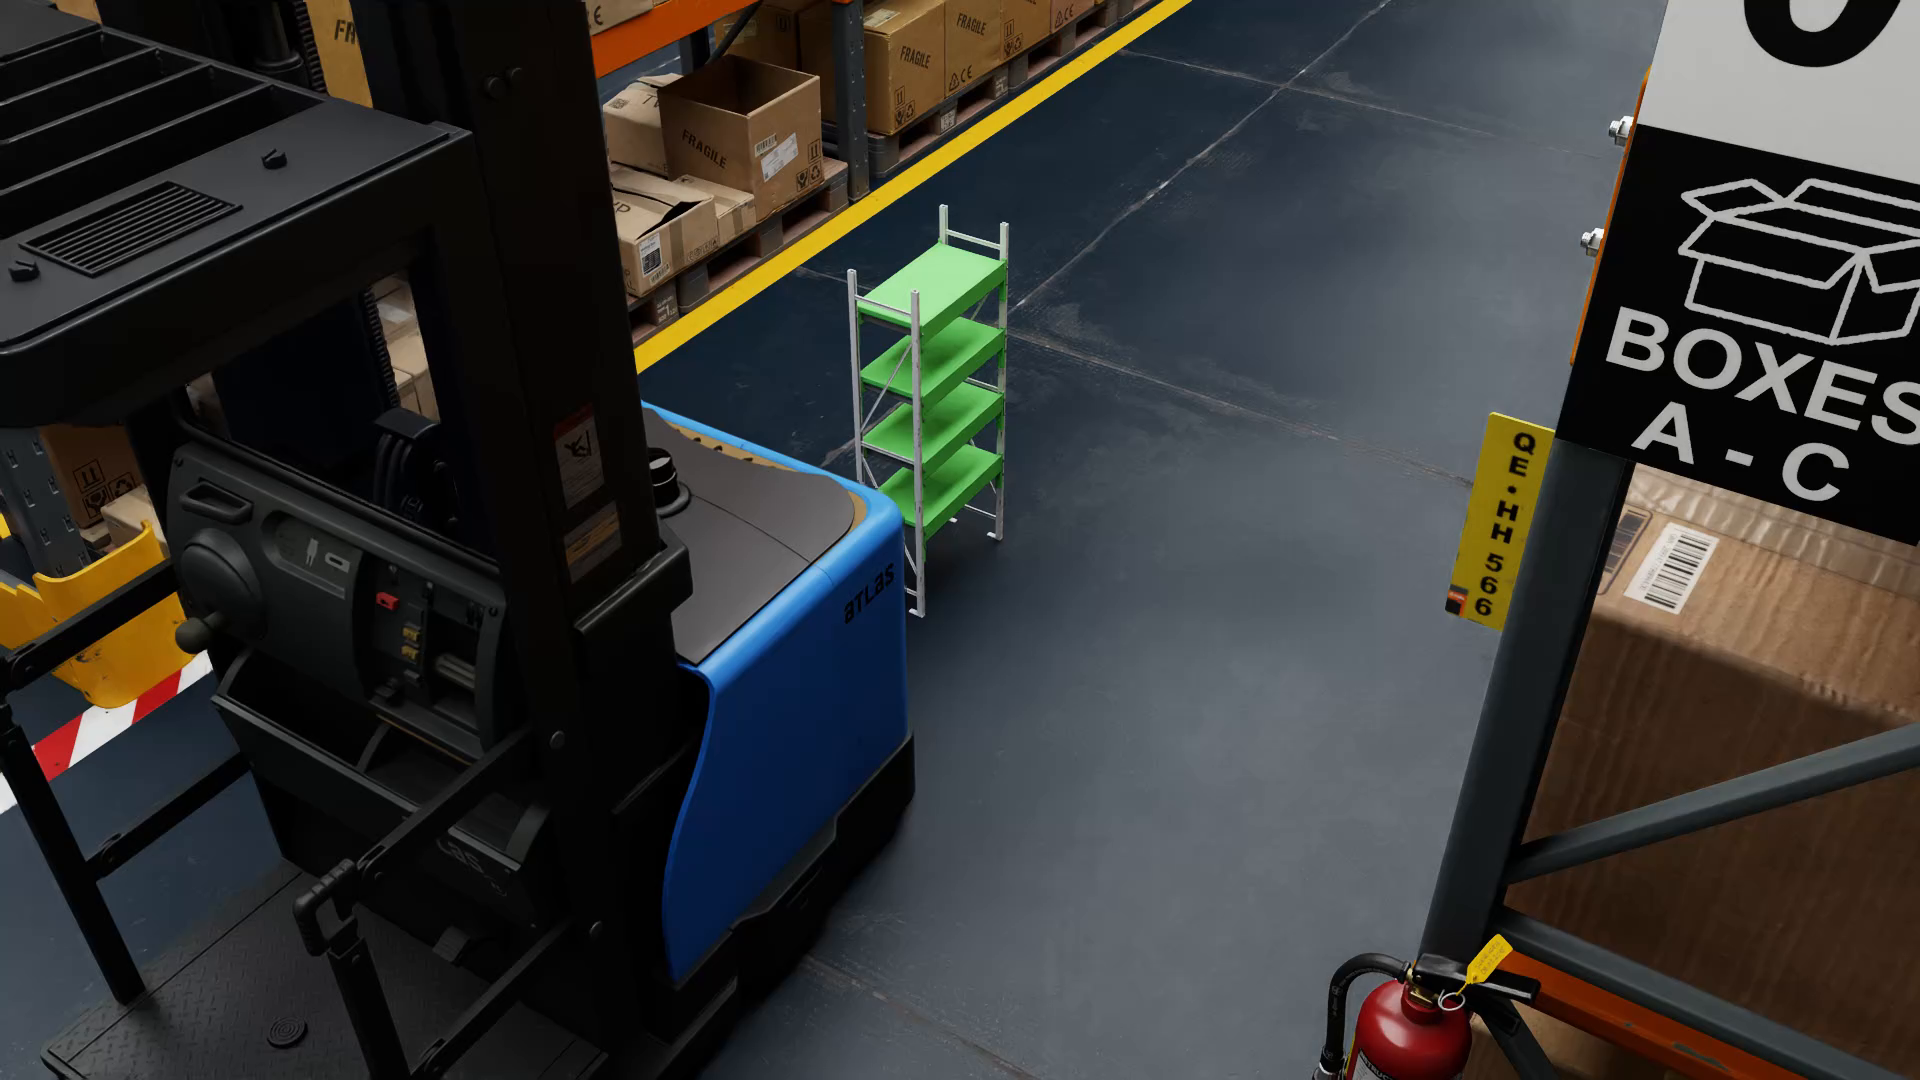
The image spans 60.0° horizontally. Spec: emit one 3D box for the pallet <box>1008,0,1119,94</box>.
[{"bbox_3d":[0.176,-2.918,9.362,1.003,0.211,1.213,21,42,25],"label":"pallet"}]

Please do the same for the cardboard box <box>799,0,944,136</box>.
[{"bbox_3d":[-0.416,-2.313,7.981,0.500,0.500,0.500,19,42,23],"label":"cardboard box"}]

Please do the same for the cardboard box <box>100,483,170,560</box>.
[{"bbox_3d":[-2.509,-0.046,5.327,0.380,0.149,0.250,21,42,25],"label":"cardboard box"}]

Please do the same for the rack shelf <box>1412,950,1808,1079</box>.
[{"bbox_3d":[2.233,-0.025,3.915,1.077,0.370,4.000,21,42,25],"label":"rack shelf"}]

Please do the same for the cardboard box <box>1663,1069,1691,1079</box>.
[{"bbox_3d":[1.554,1.024,3.137,0.380,0.149,0.250,21,43,25],"label":"cardboard box"}]

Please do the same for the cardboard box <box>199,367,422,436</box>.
[{"bbox_3d":[-2.225,-0.428,5.740,0.500,0.250,0.500,21,42,25],"label":"cardboard box"}]

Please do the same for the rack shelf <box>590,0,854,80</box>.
[{"bbox_3d":[-1.952,-1.643,6.014,1.077,0.370,4.000,21,42,25],"label":"rack shelf"}]

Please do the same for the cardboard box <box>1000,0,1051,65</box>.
[{"bbox_3d":[0.135,-2.847,8.673,0.500,0.500,0.500,22,43,26],"label":"cardboard box"}]

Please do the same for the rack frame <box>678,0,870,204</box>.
[{"bbox_3d":[-0.881,-2.959,7.132,1.000,3.000,0.127,21,42,25],"label":"rack frame"}]

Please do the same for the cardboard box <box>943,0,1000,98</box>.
[{"bbox_3d":[-0.139,-2.592,8.342,0.500,0.500,0.500,22,43,26],"label":"cardboard box"}]

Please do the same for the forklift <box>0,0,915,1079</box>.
[{"bbox_3d":[-1.341,0.191,3.102,1.130,2.935,3.031,21,42,25],"label":"forklift"}]

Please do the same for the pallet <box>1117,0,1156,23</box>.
[{"bbox_3d":[0.831,-3.544,10.175,1.003,0.211,1.213,21,42,25],"label":"pallet"}]

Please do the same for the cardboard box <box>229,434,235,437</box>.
[{"bbox_3d":[-2.375,-0.182,5.489,0.380,0.166,0.250,21,42,25],"label":"cardboard box"}]

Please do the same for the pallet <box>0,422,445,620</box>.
[{"bbox_3d":[-2.557,-0.243,5.893,1.003,0.211,1.213,21,42,25],"label":"pallet"}]

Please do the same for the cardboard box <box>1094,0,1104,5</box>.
[{"bbox_3d":[0.682,-3.380,9.365,0.500,0.500,0.500,20,42,24],"label":"cardboard box"}]

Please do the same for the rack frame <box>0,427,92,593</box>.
[{"bbox_3d":[-3.024,-0.897,4.457,1.000,3.000,0.127,21,42,25],"label":"rack frame"}]

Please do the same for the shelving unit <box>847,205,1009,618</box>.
[{"bbox_3d":[-0.089,-0.390,5.273,0.258,1.200,0.503,21,42,25],"label":"shelving unit"}]

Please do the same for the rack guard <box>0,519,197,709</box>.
[{"bbox_3d":[-2.983,0.054,5.271,1.175,0.500,0.348,21,42,25],"label":"rack guard"}]

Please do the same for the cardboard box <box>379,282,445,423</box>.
[{"bbox_3d":[-1.957,-0.686,6.074,0.500,0.250,0.500,21,42,25],"label":"cardboard box"}]

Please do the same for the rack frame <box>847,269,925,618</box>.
[{"bbox_3d":[-0.219,-0.264,5.110,0.240,1.200,0.015,21,42,25],"label":"rack frame"}]

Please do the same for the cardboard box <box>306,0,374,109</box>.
[{"bbox_3d":[-2.020,-1.605,5.293,0.500,0.500,0.500,21,42,25],"label":"cardboard box"}]

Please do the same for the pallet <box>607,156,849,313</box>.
[{"bbox_3d":[-1.249,-1.501,7.525,1.003,0.211,1.213,21,42,25],"label":"pallet"}]

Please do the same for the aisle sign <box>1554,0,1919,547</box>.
[{"bbox_3d":[0.869,-0.369,1.643,0.394,0.787,0.004,21,42,25],"label":"aisle sign"}]

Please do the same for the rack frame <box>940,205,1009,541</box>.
[{"bbox_3d":[0.042,-0.516,5.436,0.240,1.200,0.015,21,42,25],"label":"rack frame"}]

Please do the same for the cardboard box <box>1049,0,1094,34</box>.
[{"bbox_3d":[0.406,-3.107,9.011,0.500,0.500,0.500,20,42,23],"label":"cardboard box"}]

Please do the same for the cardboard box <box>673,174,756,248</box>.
[{"bbox_3d":[-1.097,-1.405,7.090,0.380,0.149,0.250,21,42,25],"label":"cardboard box"}]

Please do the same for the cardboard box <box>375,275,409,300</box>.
[{"bbox_3d":[-2.406,-0.823,6.253,0.500,0.250,0.500,21,42,25],"label":"cardboard box"}]

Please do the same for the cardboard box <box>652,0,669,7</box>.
[{"bbox_3d":[-1.207,-2.391,6.313,0.500,0.500,0.500,22,43,26],"label":"cardboard box"}]

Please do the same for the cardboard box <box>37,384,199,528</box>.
[{"bbox_3d":[-2.940,-0.442,5.554,0.500,0.500,0.500,21,42,25],"label":"cardboard box"}]

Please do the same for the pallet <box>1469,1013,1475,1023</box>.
[{"bbox_3d":[1.523,1.388,3.777,1.003,0.211,1.213,21,42,25],"label":"pallet"}]

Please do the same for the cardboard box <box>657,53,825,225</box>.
[{"bbox_3d":[-0.946,-1.757,7.259,0.500,0.500,0.500,21,42,25],"label":"cardboard box"}]

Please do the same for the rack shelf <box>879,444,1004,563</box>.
[{"bbox_3d":[-0.089,-0.149,5.459,0.258,0.148,0.480,21,42,25],"label":"rack shelf"}]

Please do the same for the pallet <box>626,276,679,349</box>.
[{"bbox_3d":[-1.902,-0.870,6.705,1.003,0.211,1.213,21,42,25],"label":"pallet"}]

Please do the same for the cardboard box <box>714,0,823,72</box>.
[{"bbox_3d":[-0.858,-2.492,8.212,0.500,0.500,0.500,21,42,25],"label":"cardboard box"}]

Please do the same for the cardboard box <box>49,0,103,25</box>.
[{"bbox_3d":[-2.563,-1.475,4.306,0.500,0.500,0.500,23,43,26],"label":"cardboard box"}]

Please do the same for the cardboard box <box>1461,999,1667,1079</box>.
[{"bbox_3d":[1.452,1.151,3.503,0.700,0.500,0.500,21,42,25],"label":"cardboard box"}]

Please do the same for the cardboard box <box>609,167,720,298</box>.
[{"bbox_3d":[-1.348,-1.296,6.816,0.500,0.311,0.500,21,42,25],"label":"cardboard box"}]

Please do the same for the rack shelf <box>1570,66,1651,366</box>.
[{"bbox_3d":[2.233,-1.213,2.999,1.077,0.370,4.000,21,42,25],"label":"rack shelf"}]

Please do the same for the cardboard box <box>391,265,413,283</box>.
[{"bbox_3d":[-1.883,-1.175,6.501,0.797,0.503,0.637,21,42,25],"label":"cardboard box"}]

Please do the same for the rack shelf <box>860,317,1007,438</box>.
[{"bbox_3d":[-0.089,-0.529,5.165,0.258,0.148,0.480,21,42,25],"label":"rack shelf"}]

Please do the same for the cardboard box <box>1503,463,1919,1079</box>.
[{"bbox_3d":[1.426,0.336,2.611,0.980,0.700,0.700,23,43,27],"label":"cardboard box"}]

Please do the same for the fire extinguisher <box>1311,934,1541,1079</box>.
[{"bbox_3d":[0.691,0.826,2.590,0.296,0.674,0.183,21,42,25],"label":"fire extinguisher"}]

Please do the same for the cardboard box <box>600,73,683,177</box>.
[{"bbox_3d":[-1.288,-1.923,7.630,0.500,0.311,0.500,21,42,25],"label":"cardboard box"}]

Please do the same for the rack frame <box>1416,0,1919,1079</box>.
[{"bbox_3d":[1.158,0.720,2.359,0.949,2.616,0.053,21,42,25],"label":"rack frame"}]

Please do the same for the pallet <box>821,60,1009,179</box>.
[{"bbox_3d":[-0.477,-2.287,8.543,1.003,0.211,1.213,21,42,25],"label":"pallet"}]

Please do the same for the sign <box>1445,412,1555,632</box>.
[{"bbox_3d":[0.710,-0.016,2.171,0.100,0.325,0.005,21,42,25],"label":"sign"}]

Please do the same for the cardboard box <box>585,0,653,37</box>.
[{"bbox_3d":[-1.480,-2.125,5.968,0.500,0.500,0.500,22,43,26],"label":"cardboard box"}]

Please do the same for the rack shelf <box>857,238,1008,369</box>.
[{"bbox_3d":[-0.089,-0.719,5.019,0.258,0.148,0.480,21,42,25],"label":"rack shelf"}]

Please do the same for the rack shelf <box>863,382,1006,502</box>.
[{"bbox_3d":[-0.089,-0.339,5.312,0.258,0.148,0.480,21,42,25],"label":"rack shelf"}]

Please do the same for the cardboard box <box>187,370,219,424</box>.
[{"bbox_3d":[-2.647,-0.490,5.889,0.380,0.166,0.250,21,42,25],"label":"cardboard box"}]
